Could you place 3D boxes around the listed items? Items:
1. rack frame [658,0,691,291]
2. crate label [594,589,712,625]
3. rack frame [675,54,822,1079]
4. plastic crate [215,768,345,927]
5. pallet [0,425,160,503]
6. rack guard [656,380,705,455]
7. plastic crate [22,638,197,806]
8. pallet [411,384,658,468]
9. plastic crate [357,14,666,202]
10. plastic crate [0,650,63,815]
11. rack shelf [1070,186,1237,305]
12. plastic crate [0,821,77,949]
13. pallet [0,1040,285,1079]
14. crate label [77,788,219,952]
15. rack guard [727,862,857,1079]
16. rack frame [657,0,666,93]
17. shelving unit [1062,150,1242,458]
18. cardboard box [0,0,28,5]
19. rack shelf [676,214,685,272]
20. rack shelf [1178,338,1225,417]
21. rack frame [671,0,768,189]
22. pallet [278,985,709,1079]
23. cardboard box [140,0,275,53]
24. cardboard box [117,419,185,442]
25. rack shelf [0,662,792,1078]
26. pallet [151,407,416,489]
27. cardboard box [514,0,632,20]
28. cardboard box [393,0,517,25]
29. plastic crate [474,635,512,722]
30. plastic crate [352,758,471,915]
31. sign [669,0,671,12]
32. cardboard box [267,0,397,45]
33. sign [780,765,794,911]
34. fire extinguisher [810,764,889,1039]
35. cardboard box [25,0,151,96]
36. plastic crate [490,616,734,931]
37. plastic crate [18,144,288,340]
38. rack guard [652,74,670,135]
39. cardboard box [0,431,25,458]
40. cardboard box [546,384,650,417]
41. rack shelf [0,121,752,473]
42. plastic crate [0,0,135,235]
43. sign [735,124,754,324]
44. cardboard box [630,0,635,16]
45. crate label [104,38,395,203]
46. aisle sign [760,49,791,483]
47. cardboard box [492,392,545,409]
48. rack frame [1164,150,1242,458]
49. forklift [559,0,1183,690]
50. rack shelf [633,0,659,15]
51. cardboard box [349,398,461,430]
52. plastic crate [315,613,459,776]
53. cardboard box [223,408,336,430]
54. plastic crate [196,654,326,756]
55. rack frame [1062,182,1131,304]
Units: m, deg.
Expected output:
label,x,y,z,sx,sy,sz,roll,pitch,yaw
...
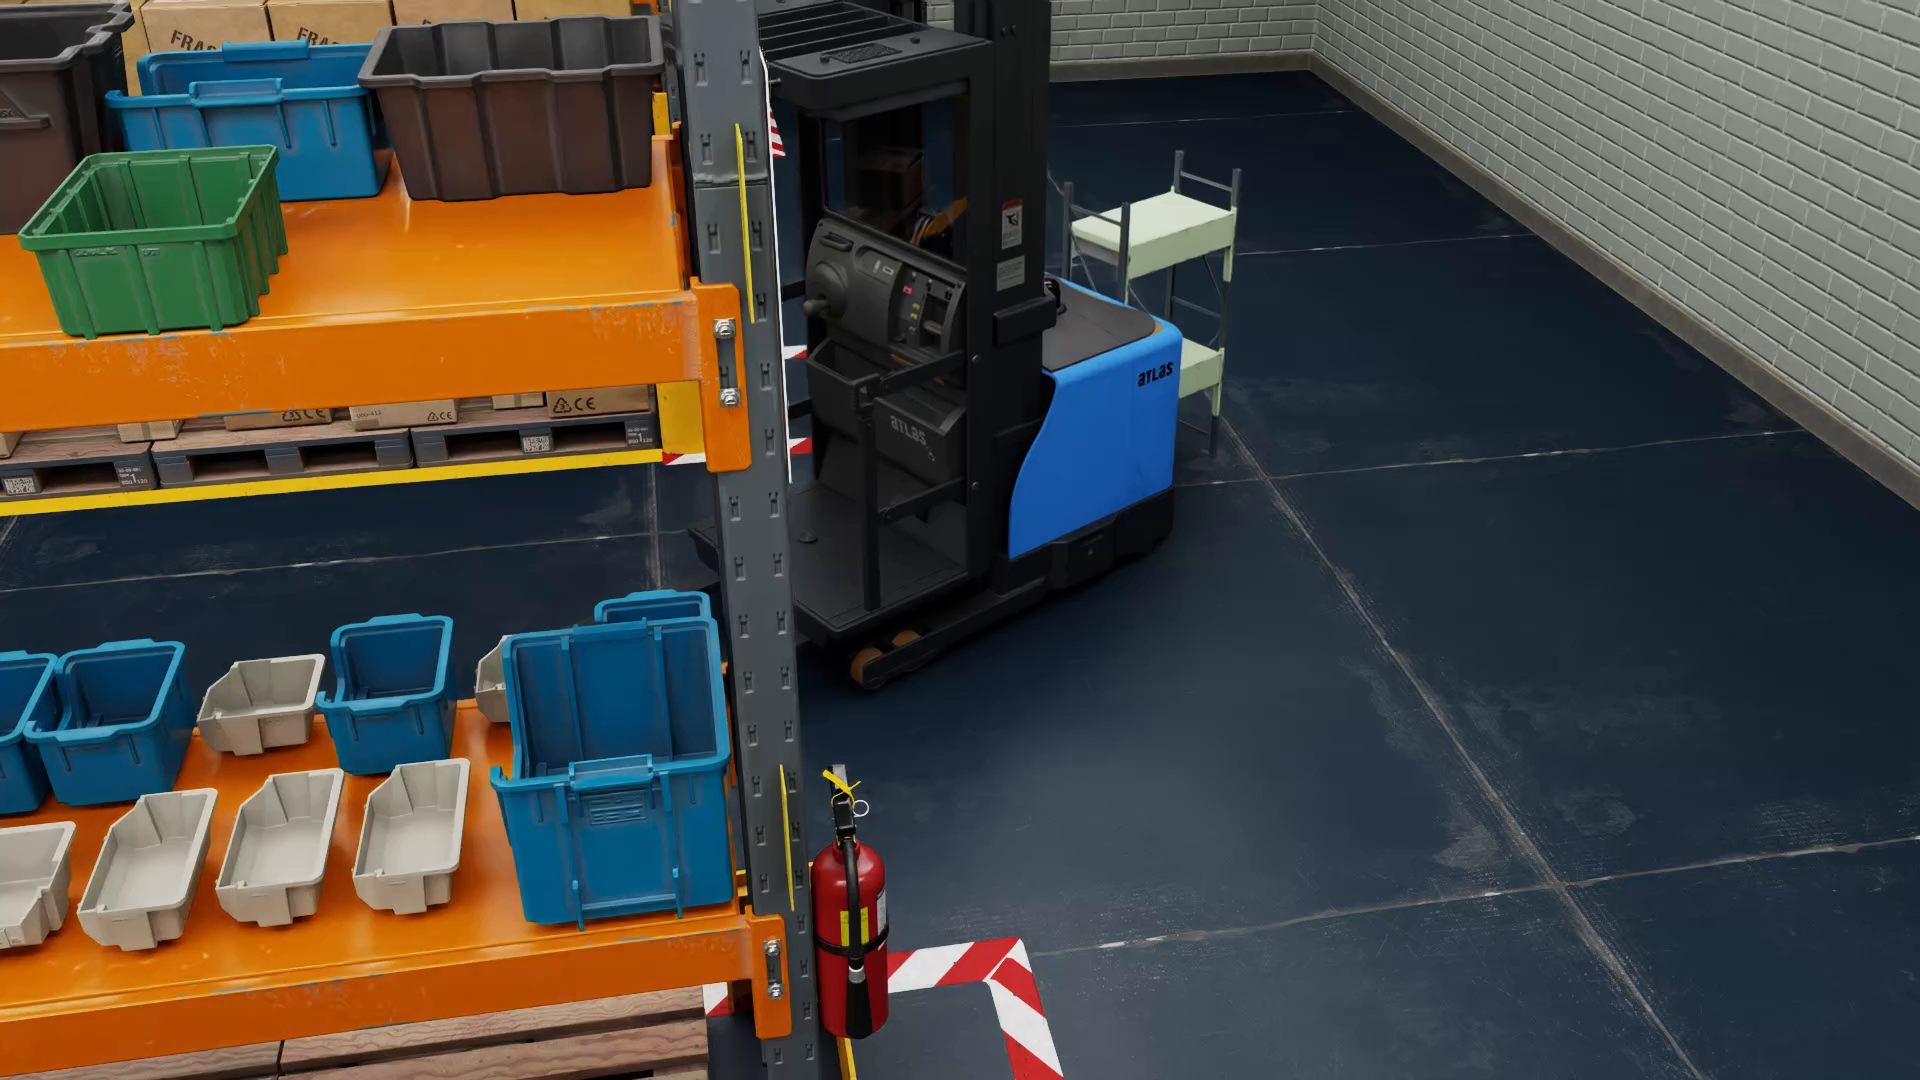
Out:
label,x,y,z,sx,sy,sz,roll,pitch,yaw
rack frame,-1.373,-2.035,8.252,0.127,3.000,1.000,-5,31,-9
crate label,-0.786,0.339,4.320,0.303,0.233,0.416,-5,31,-9
rack frame,-0.484,0.435,4.052,0.127,3.000,1.000,-5,31,-9
plastic crate,-1.541,0.706,3.790,0.243,0.136,0.396,-5,31,-9
pallet,-4.631,-0.530,8.444,1.213,0.211,1.003,-5,31,-9
rack guard,-1.447,-0.951,8.874,0.348,0.500,1.175,-5,31,-9
plastic crate,-2.081,0.460,4.115,0.300,0.233,0.416,-5,31,-9
pallet,-2.231,-0.753,8.823,1.213,0.211,1.003,-5,31,-9
plastic crate,-0.913,-0.906,3.501,0.590,0.269,0.497,-5,31,-9
plastic crate,-2.377,0.487,4.069,0.300,0.233,0.416,-5,31,-9
rack shelf,0.891,-1.360,7.813,0.720,0.370,0.431,-23,38,-34
plastic crate,-2.099,0.780,3.665,0.250,0.136,0.298,-5,31,-9
pallet,-2.500,1.802,4.477,1.213,0.211,1.003,-5,31,-9
crate label,-1.811,0.744,3.726,0.243,0.136,0.396,-5,31,-9
rack guard,-0.463,1.503,4.700,0.348,0.500,1.175,-5,31,-9
rack frame,-2.268,-4.505,12.452,0.127,3.000,1.000,-5,31,-9
shelving unit,0.891,-1.024,8.011,0.755,1.500,0.431,-23,38,-34
cardboard box,-4.286,-2.094,7.267,0.500,0.500,0.500,-6,31,-10
rack shelf,-3.340,-1.543,8.124,4.000,0.370,1.077,-5,31,-9
rack shelf,0.891,-0.743,8.176,0.720,0.370,0.431,-23,38,-34
rack frame,-0.484,-2.151,2.531,0.127,3.000,1.000,-5,31,-9
pallet,-1.302,1.693,4.663,1.213,0.211,1.003,-5,31,-9
cardboard box,-3.272,-2.189,7.428,0.500,0.500,0.500,-4,31,-7
cardboard box,-4.006,-0.653,8.262,0.250,0.166,0.380,-5,31,-9
rack shelf,-2.451,0.927,3.923,4.000,0.370,1.077,-5,31,-9
pallet,-3.429,-0.643,8.636,1.213,0.211,1.003,-5,31,-9
cardboard box,-1.761,-2.332,7.671,0.500,0.500,0.500,-6,31,-9
cardboard box,-2.258,-2.285,7.592,0.500,0.500,0.500,-4,31,-8
plastic crate,-1.117,0.369,4.364,0.298,0.136,0.250,-5,31,-9
plastic crate,-1.254,0.687,3.823,0.243,0.136,0.396,-5,31,-9
sign,-1.292,-2.392,7.405,0.005,0.325,0.100,-5,31,-9
cardboard box,-2.767,-2.236,7.507,0.500,0.500,0.500,-4,31,-8
sign,-0.369,0.637,3.546,0.005,0.325,0.100,-5,31,-9
fire extinguisher,-0.254,0.842,3.804,0.183,0.674,0.296,-5,31,-9
cardboard box,-3.780,-2.141,7.347,0.500,0.500,0.500,-6,31,-10
plastic crate,-0.780,0.517,3.817,0.499,0.435,0.616,-5,31,-9
plastic crate,-1.403,-0.535,2.950,0.336,0.188,0.450,-5,31,-9
rack guard,-2.245,-3.430,13.089,0.348,0.500,1.175,-5,31,-9
cardboard box,-4.855,-0.631,8.083,0.500,0.311,0.500,-5,31,-9
cardboard box,-1.863,-0.975,8.481,0.500,0.500,0.500,-5,31,-9
rack shelf,-2.451,-0.366,3.163,4.000,0.370,1.077,-5,31,-9
plastic crate,-2.036,-0.829,3.303,0.767,0.338,0.504,-5,31,-9
sign,-0.369,-0.541,2.854,0.005,0.325,0.100,-5,31,-9
cardboard box,-1.857,-2.600,8.128,0.500,0.500,0.500,-4,31,-7
crate label,-1.450,-0.871,3.460,0.502,0.251,0.408,-5,31,-9
aisle sign,-0.360,-0.547,3.155,0.004,0.787,0.394,-5,31,-9
cardboard box,-2.278,-0.839,8.579,0.250,0.166,0.380,-5,31,-9
rack frame,1.170,-1.144,8.216,0.023,1.500,0.400,-23,38,-34
forklift,-0.466,-0.961,6.493,3.031,2.935,1.130,-23,38,-34
rack shelf,-4.236,-4.012,12.324,4.000,0.370,1.077,-5,31,-9
cardboard box,-2.803,-0.796,8.422,0.500,0.250,0.500,-5,31,-9
plastic crate,-1.434,0.399,4.217,0.300,0.233,0.416,-5,31,-9
cardboard box,-3.460,-0.958,8.448,0.637,0.503,0.797,-5,31,-9
plastic crate,-1.784,0.431,4.259,0.298,0.136,0.250,-5,31,-9
rack frame,0.613,-0.903,7.807,0.023,1.500,0.400,-23,38,-34
